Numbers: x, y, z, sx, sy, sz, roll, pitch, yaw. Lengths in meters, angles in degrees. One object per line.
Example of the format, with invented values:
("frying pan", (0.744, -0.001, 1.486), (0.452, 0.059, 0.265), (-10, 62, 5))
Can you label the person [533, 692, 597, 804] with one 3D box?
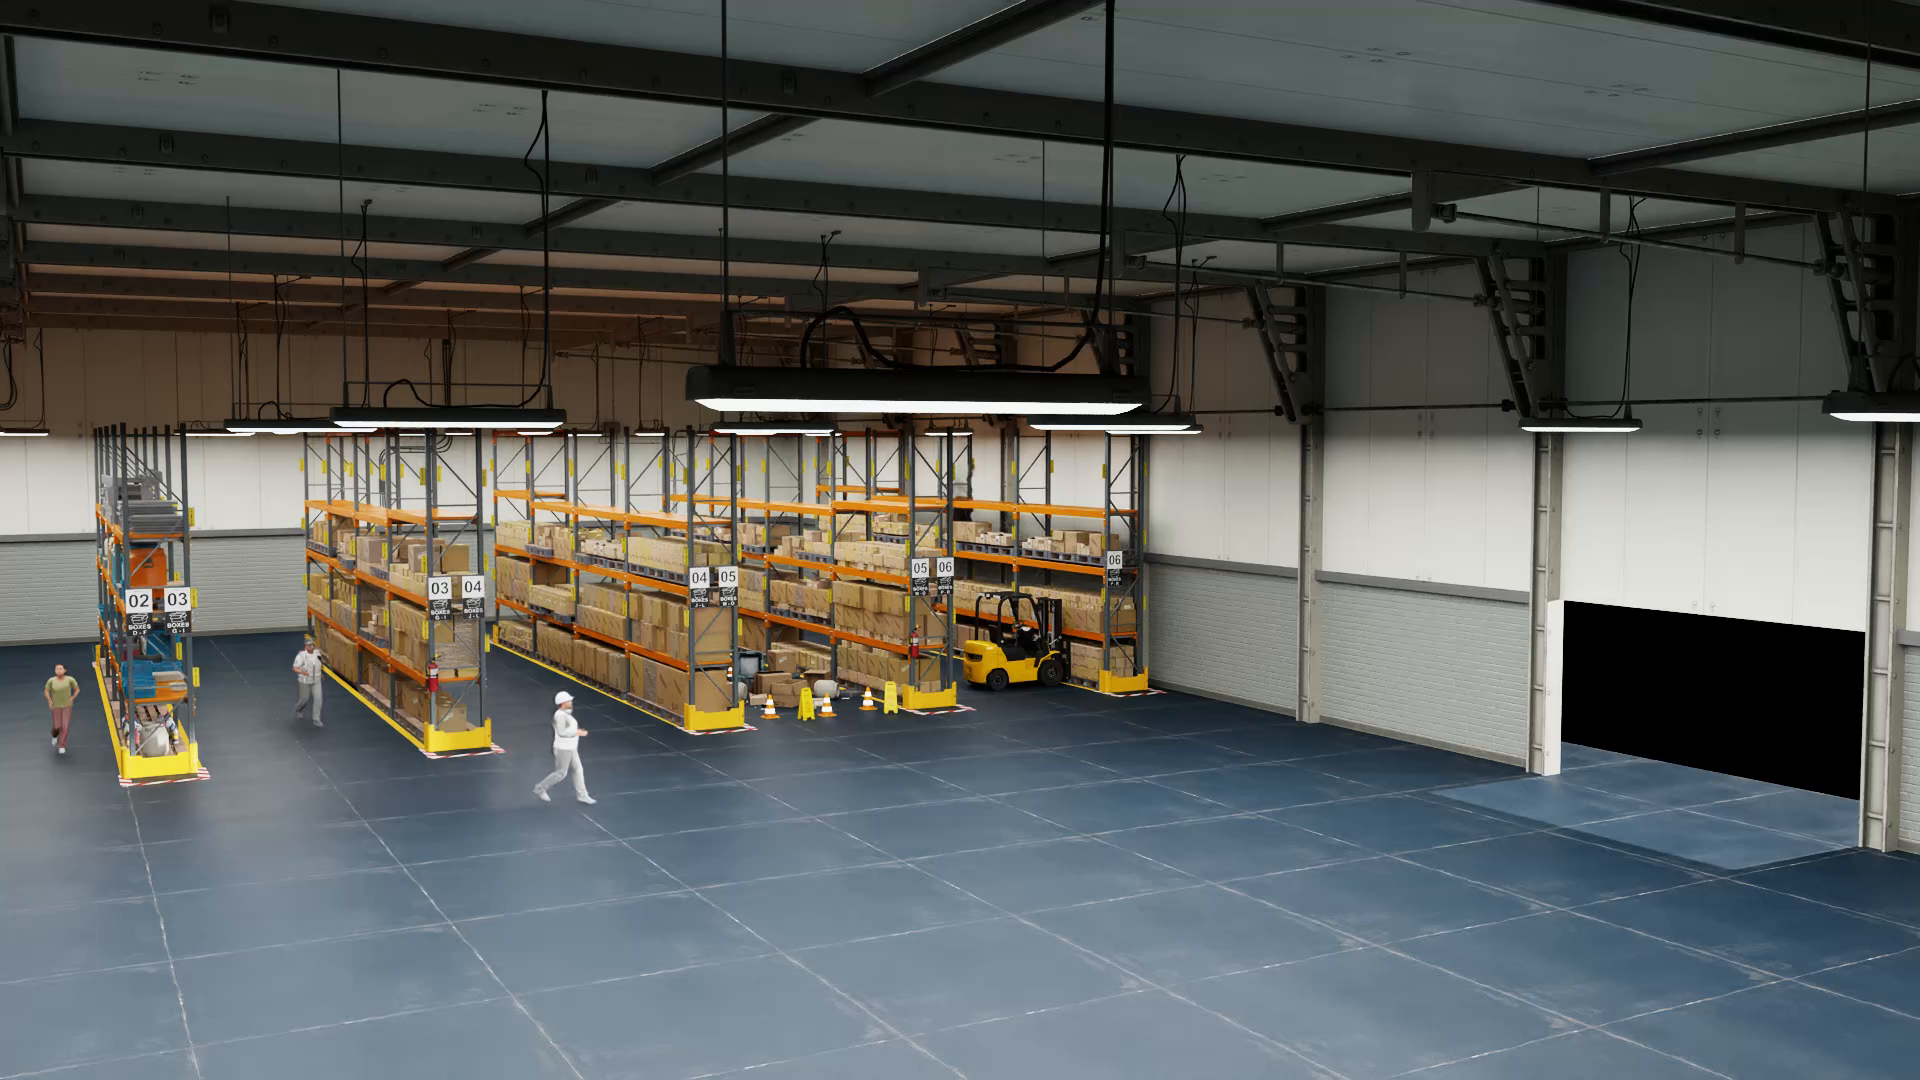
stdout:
("person", (-6.167, 3.254, 25.921), (0.955, 1.789, 0.658), (0, 3, -3))

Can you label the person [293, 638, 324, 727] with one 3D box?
("person", (-13.041, 2.824, 33.303), (0.647, 1.768, 0.943), (-3, 5, -44))

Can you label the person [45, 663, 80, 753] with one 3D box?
("person", (-16.460, 3.070, 30.506), (0.574, 1.631, 0.585), (-2, 4, -27))
